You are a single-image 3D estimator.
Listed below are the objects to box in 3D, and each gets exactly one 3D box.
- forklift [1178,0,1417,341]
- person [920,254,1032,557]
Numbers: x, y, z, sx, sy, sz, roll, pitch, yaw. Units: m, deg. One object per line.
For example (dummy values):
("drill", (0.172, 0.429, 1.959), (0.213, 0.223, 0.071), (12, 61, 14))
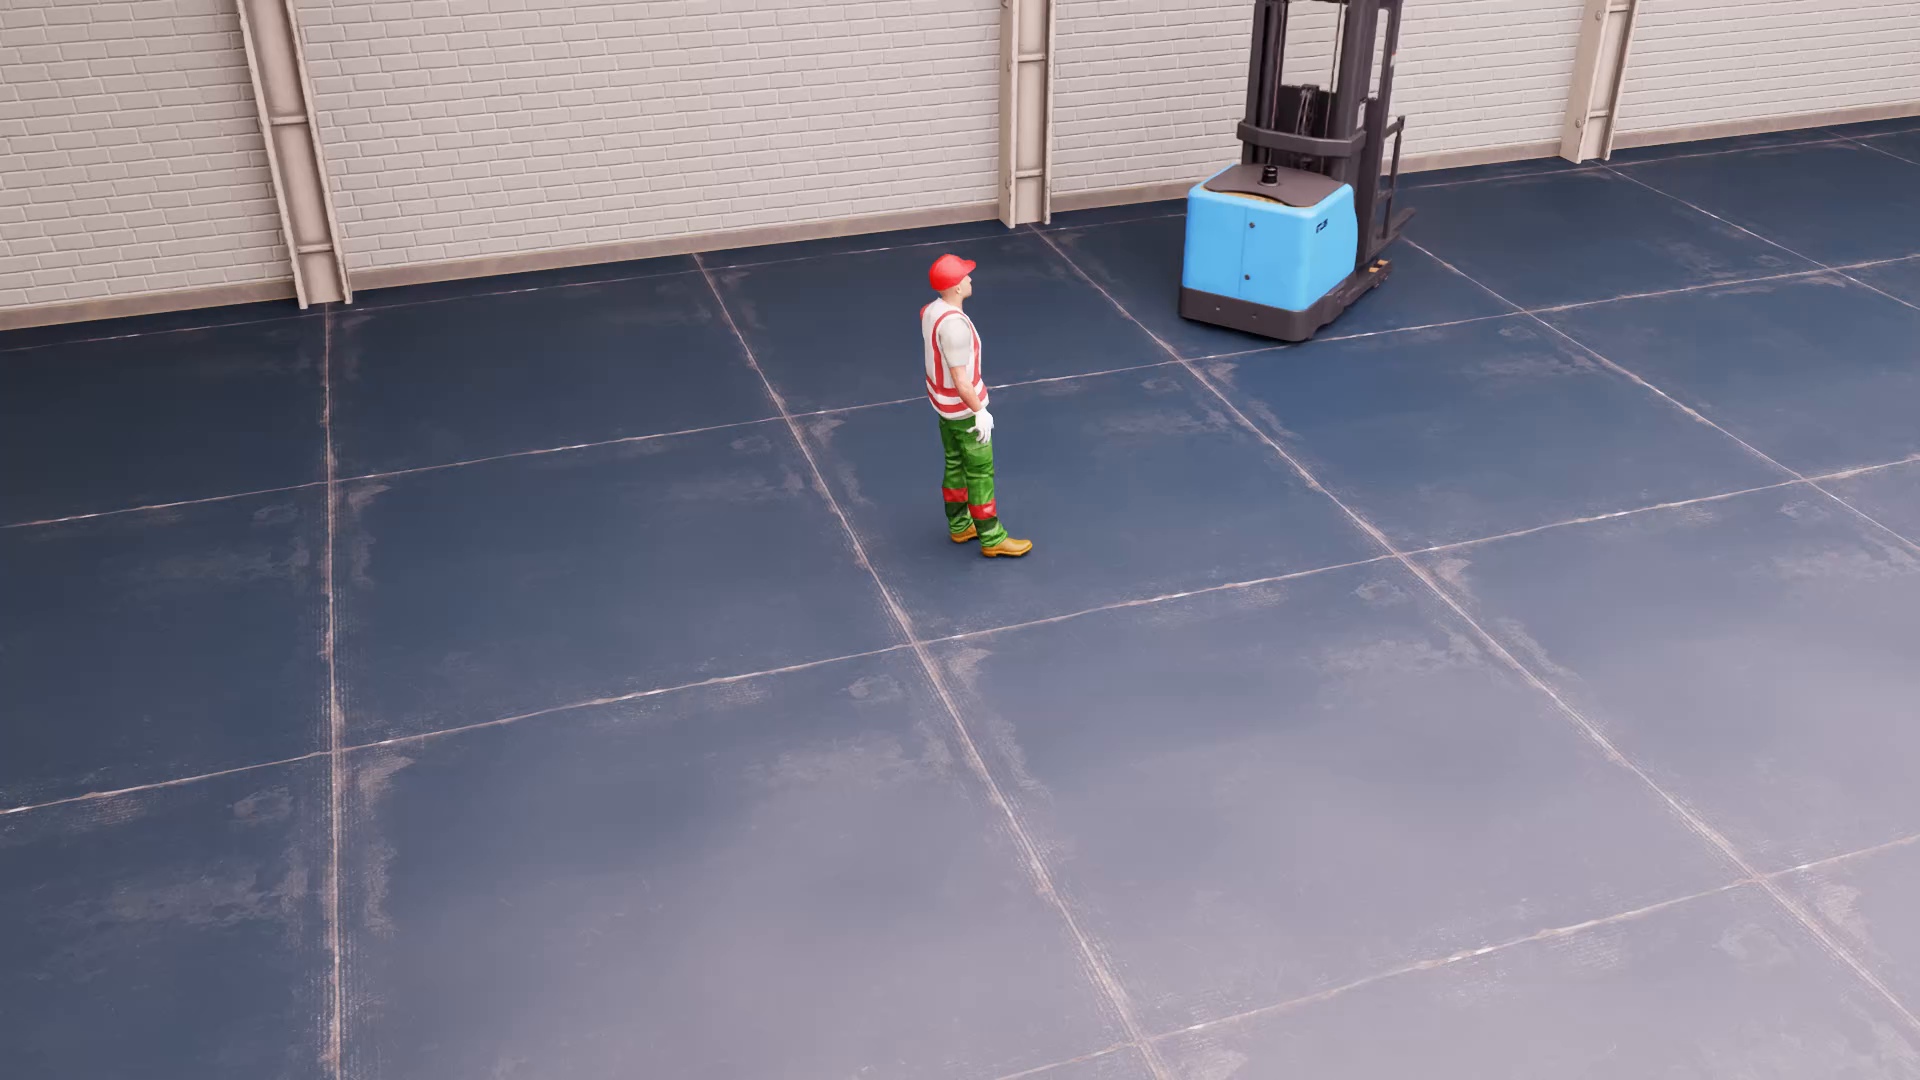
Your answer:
("forklift", (2.919, -3.452, 13.086), (1.130, 2.935, 3.031), (18, 34, 28))
("person", (0.080, -0.789, 9.589), (0.562, 1.790, 0.637), (-10, 31, -16))
